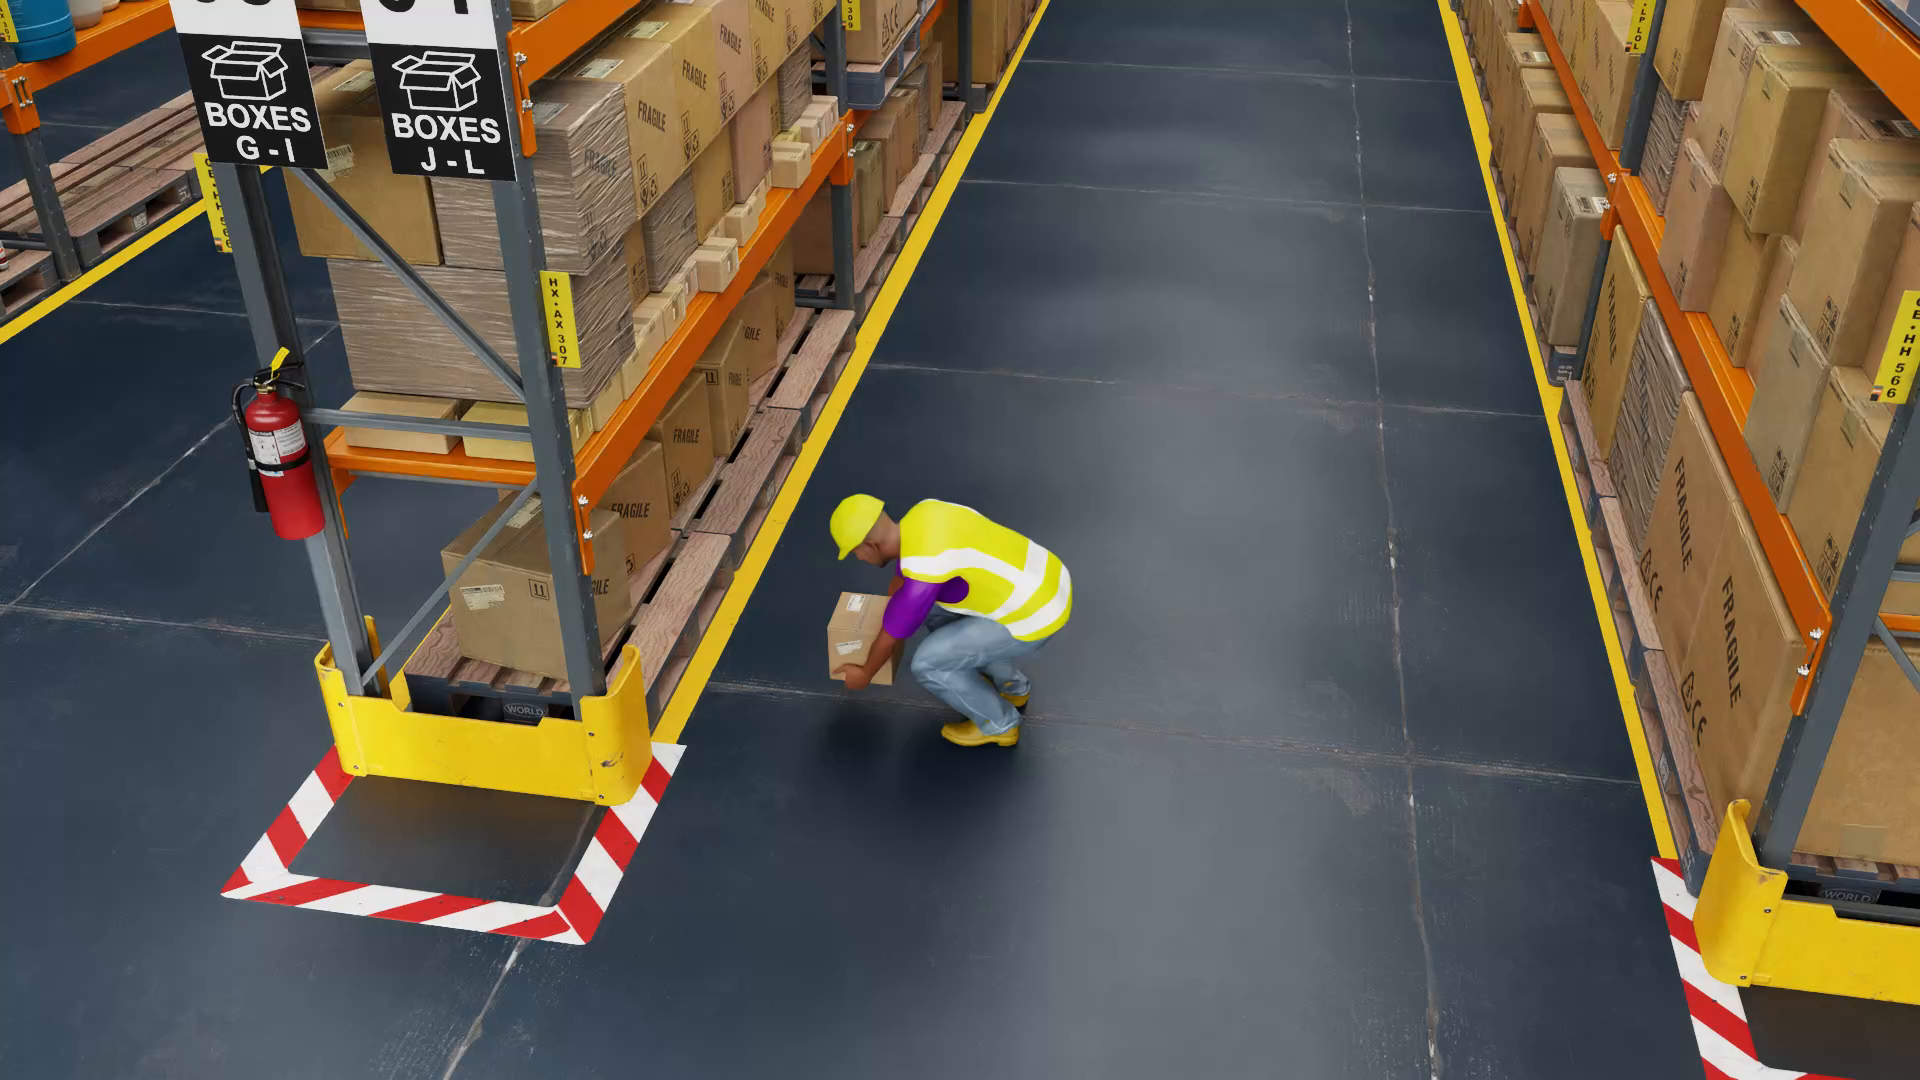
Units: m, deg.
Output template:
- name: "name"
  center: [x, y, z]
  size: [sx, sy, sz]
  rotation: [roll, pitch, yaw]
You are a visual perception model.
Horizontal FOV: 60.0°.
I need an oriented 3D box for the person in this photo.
- name: "person"
  center: [-0.034, 0.283, 6.383]
  size: [0.918, 1.008, 0.534]
  rotation: [4, 32, 7]
